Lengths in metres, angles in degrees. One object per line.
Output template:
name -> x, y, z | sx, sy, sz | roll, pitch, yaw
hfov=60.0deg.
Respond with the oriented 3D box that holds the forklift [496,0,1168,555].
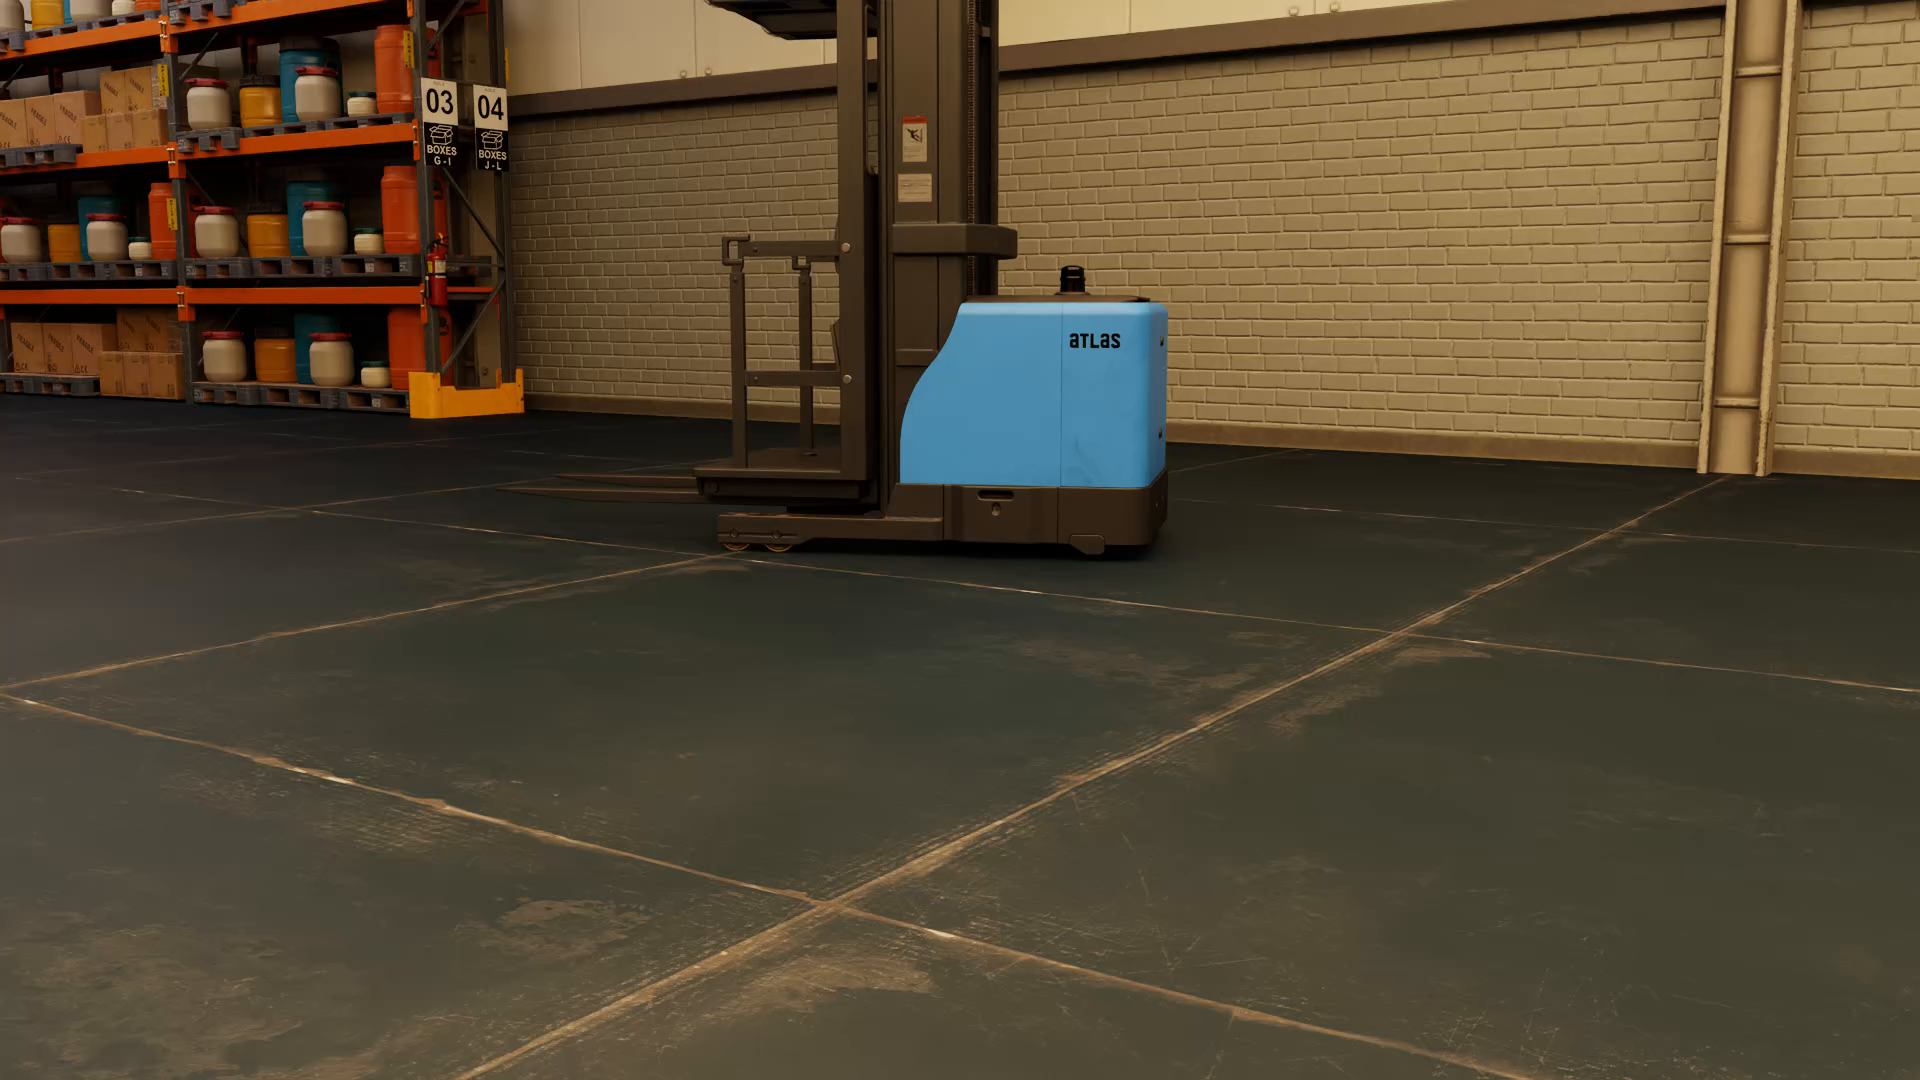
forklift -> -0.596, -1.469, 7.520 | 3.031, 2.935, 1.130 | 2, 8, 12
